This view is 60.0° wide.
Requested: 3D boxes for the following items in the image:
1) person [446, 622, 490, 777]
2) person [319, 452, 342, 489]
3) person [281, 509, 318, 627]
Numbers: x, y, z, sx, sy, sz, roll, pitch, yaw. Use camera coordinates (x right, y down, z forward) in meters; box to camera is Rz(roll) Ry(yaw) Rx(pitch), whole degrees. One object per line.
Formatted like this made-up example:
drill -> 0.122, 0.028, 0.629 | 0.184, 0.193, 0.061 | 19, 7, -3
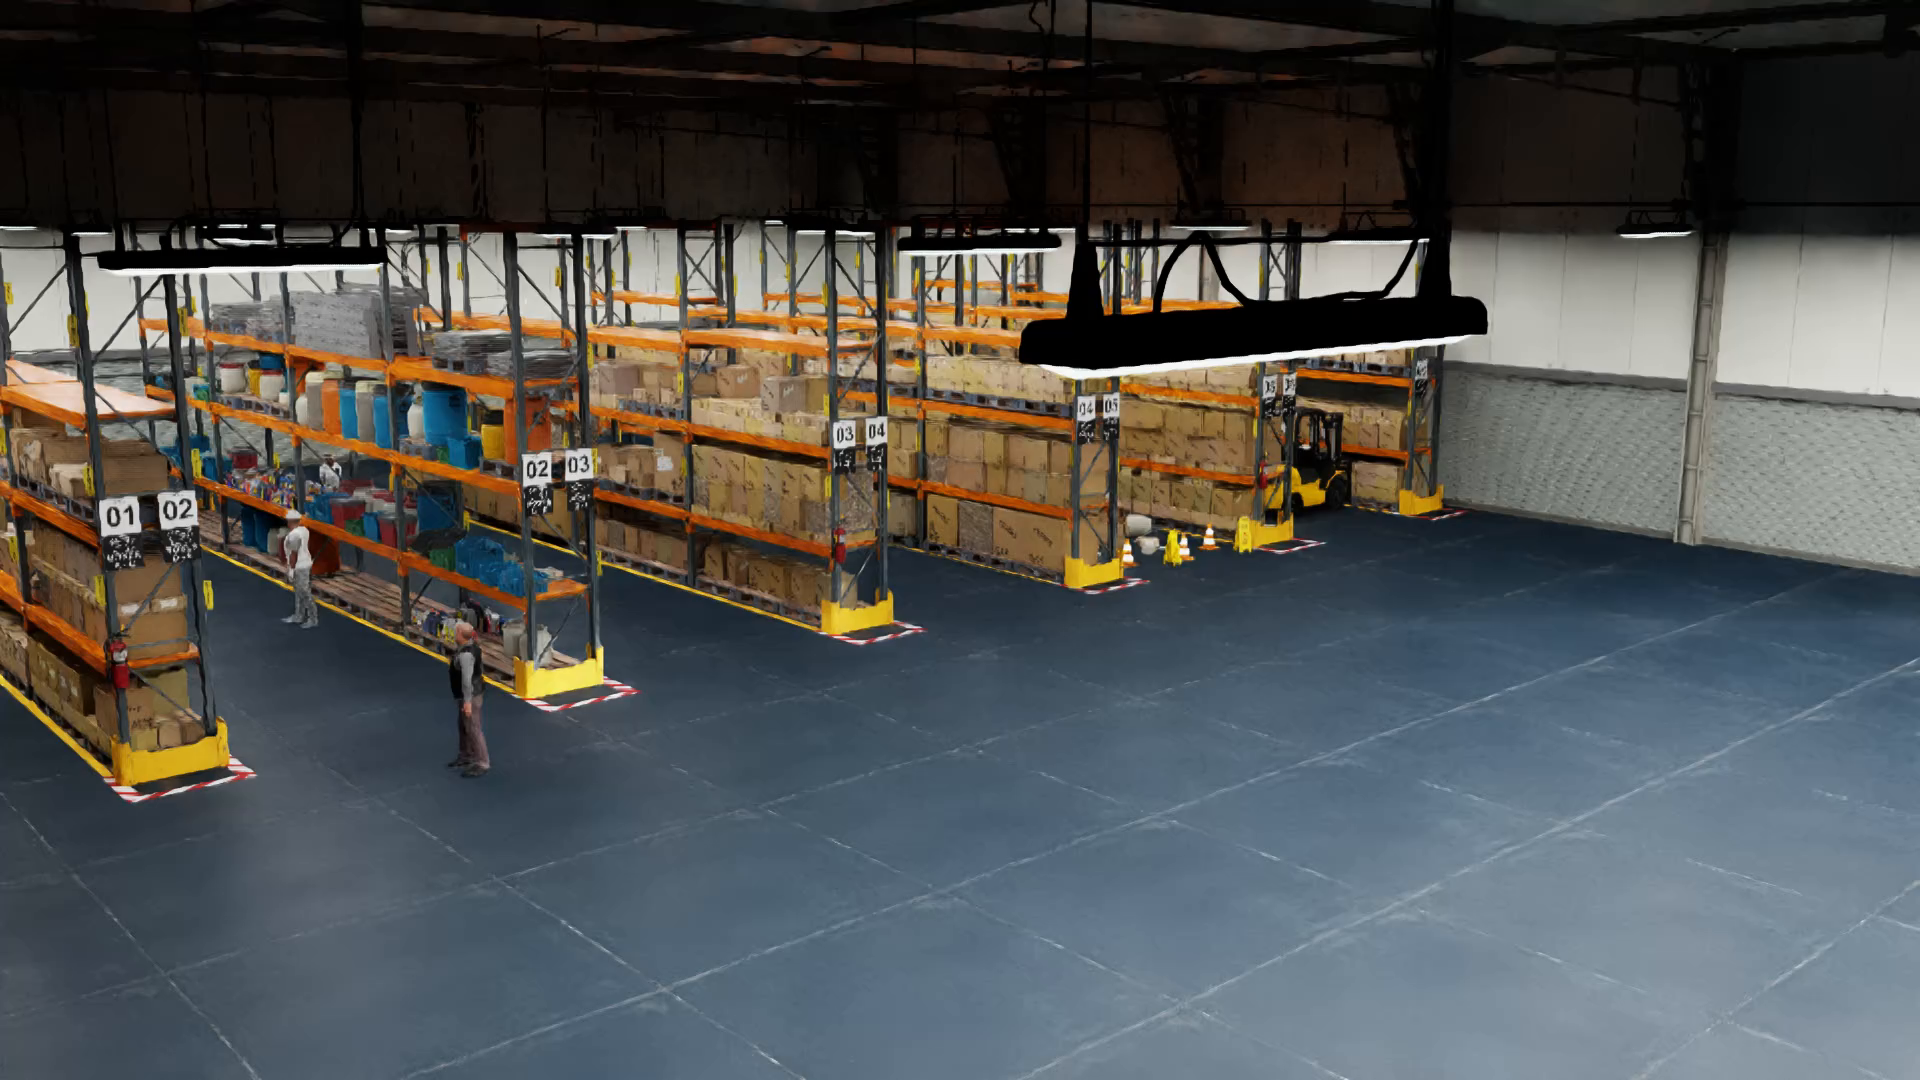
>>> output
person -> -5.575, 1.771, 18.705 | 0.494, 1.717, 0.578 | -2, 12, -11
person -> -12.275, -0.959, 32.508 | 0.445, 1.590, 1.091 | -11, 16, -42
person -> -10.084, 0.410, 25.252 | 0.583, 1.782, 0.665 | -2, 12, -12
